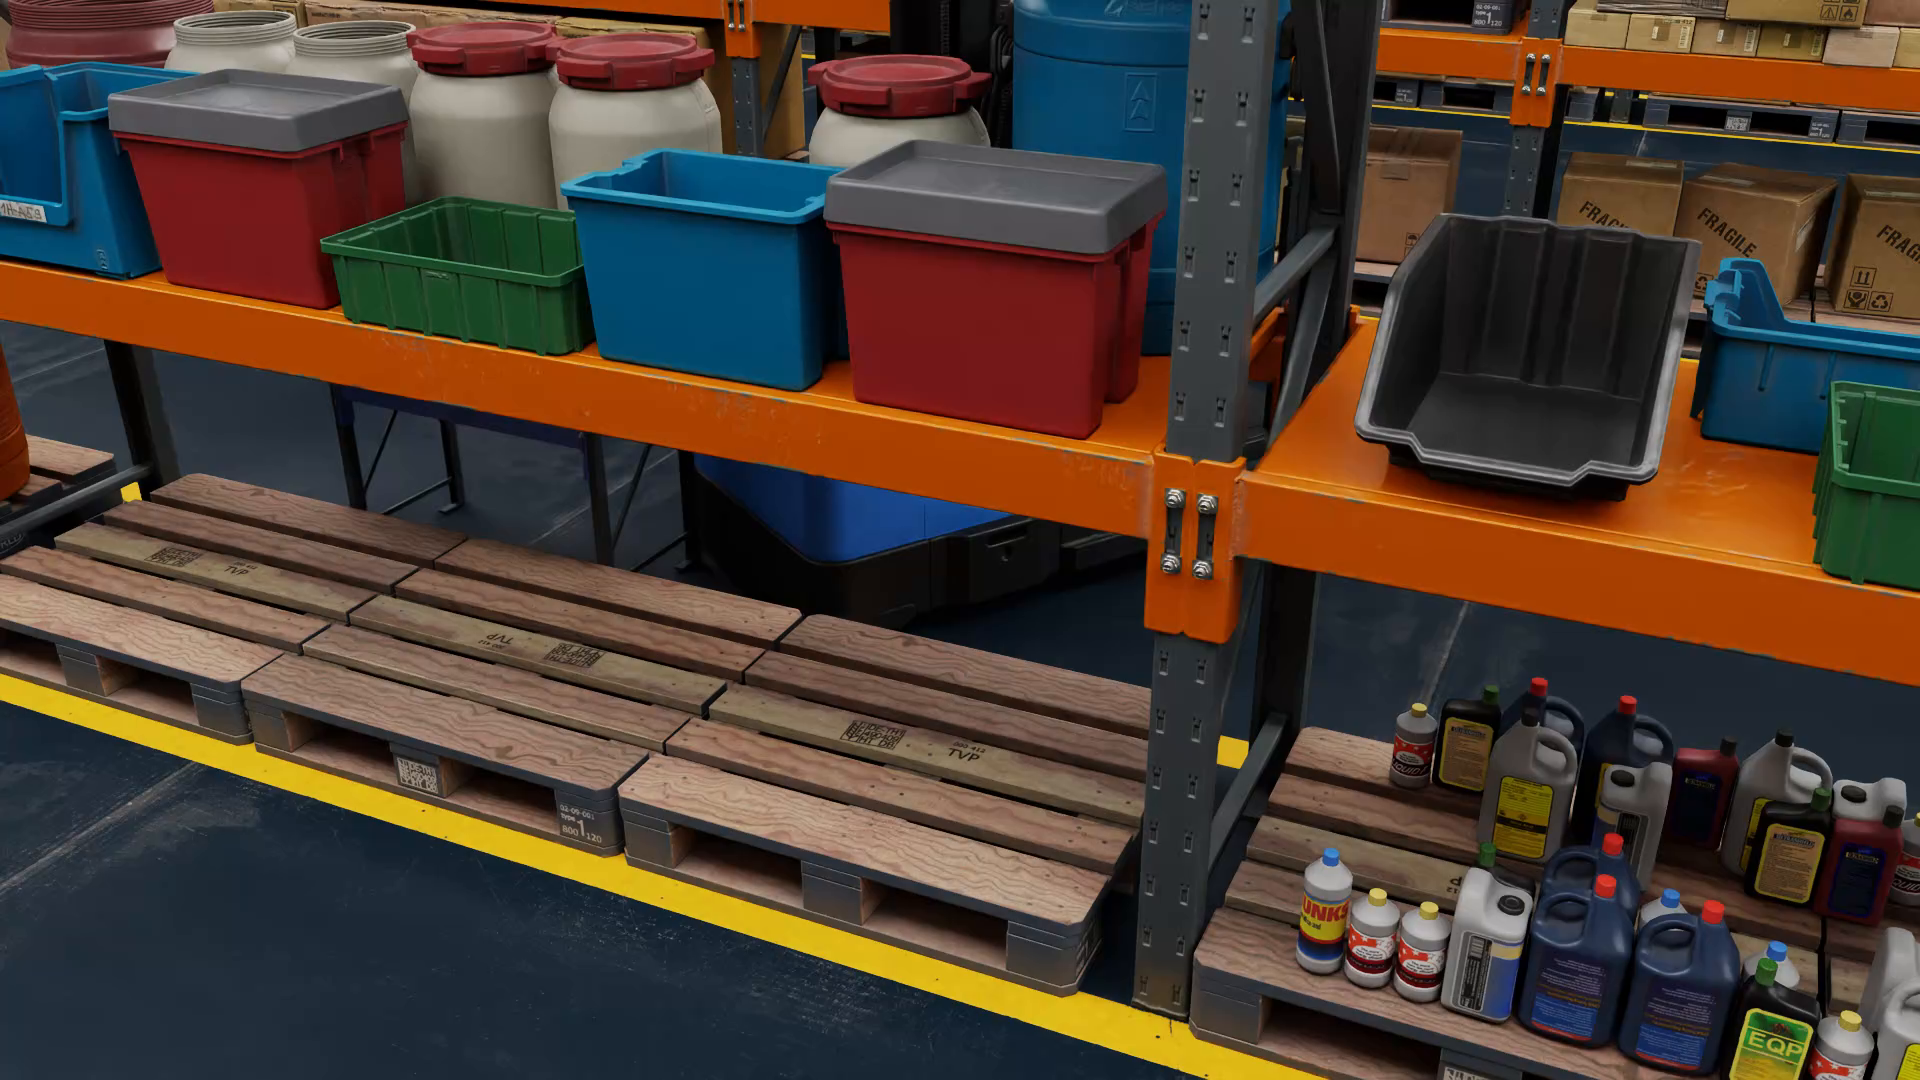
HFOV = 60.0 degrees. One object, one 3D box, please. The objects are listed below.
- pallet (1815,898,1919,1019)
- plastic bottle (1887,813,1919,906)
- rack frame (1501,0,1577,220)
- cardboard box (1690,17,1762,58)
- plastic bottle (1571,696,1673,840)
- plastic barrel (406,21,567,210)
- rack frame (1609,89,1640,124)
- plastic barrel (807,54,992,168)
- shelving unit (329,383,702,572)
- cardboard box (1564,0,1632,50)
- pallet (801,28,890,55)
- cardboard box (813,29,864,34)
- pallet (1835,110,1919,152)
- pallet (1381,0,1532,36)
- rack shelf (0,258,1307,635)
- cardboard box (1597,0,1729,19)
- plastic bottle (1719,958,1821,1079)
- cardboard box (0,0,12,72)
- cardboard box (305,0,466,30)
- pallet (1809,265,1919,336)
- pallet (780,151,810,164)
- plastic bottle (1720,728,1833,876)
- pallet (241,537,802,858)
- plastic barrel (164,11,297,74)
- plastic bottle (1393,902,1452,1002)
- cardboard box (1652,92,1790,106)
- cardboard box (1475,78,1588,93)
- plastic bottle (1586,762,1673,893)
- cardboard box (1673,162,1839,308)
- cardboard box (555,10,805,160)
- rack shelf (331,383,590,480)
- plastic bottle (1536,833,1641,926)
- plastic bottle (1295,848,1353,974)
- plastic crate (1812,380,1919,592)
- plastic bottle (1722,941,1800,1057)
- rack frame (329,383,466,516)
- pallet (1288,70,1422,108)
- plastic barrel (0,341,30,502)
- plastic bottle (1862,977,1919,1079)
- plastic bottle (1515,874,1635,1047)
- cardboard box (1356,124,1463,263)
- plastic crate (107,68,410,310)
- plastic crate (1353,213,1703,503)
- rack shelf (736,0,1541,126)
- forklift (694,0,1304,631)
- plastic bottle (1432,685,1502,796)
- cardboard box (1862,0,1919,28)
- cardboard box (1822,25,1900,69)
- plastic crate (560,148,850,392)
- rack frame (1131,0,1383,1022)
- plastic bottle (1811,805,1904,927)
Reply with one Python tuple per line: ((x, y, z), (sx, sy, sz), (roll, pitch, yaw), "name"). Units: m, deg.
((2.350, 1.104, 3.268), (1.213, 0.211, 1.003), (11, 28, 22), "pallet")
((2.081, 0.687, 3.628), (0.097, 0.201, 0.097), (0, 26, 0), "plastic bottle")
((2.692, -2.500, 7.432), (0.127, 3.000, 1.000), (11, 28, 22), "rack frame")
((3.224, -2.142, 6.988), (0.250, 0.149, 0.380), (11, 28, 22), "cardboard box")
((1.522, 0.519, 3.800), (0.185, 0.351, 0.144), (10, 28, 19), "plastic bottle")
((-1.200, -1.046, 4.325), (0.433, 0.535, 0.433), (0, 26, 0), "plastic barrel")
((4.837, -4.476, 11.445), (0.127, 3.000, 1.000), (11, 28, 22), "rack frame")
((-0.139, -0.833, 3.891), (0.433, 0.535, 0.433), (0, 26, 0), "plastic barrel")
((-1.451, -0.621, 5.288), (1.048, 1.500, 0.538), (12, 28, 23), "shelving unit")
((2.763, -2.227, 7.162), (0.250, 0.149, 0.380), (11, 28, 22), "cardboard box")
((-0.622, -4.323, 14.292), (1.213, 0.211, 1.003), (11, 28, 22), "pallet")
((-0.918, -4.577, 14.006), (0.500, 0.500, 0.500), (12, 29, 23), "cardboard box")
((6.611, -2.832, 11.263), (1.213, 0.211, 1.003), (11, 28, 22), "pallet")
((2.056, -2.612, 7.877), (1.213, 0.211, 1.003), (11, 28, 22), "pallet")
((-1.179, -0.552, 4.289), (4.000, 0.370, 1.077), (11, 28, 22), "rack shelf")
((3.076, -2.571, 7.127), (0.500, 0.500, 0.875), (11, 28, 22), "cardboard box")
((1.509, 0.909, 3.086), (0.133, 0.283, 0.061), (13, 29, 24), "plastic bottle")
((-5.978, -3.515, 11.424), (0.875, 0.875, 0.875), (11, 28, 22), "cardboard box")
((-3.186, -2.926, 10.227), (0.875, 0.875, 1.225), (10, 28, 20), "cardboard box")
((4.432, -0.918, 7.376), (1.213, 0.211, 1.003), (11, 28, 22), "pallet")
((-1.636, -2.155, 9.888), (1.213, 0.211, 1.003), (11, 28, 22), "pallet")
((1.816, 0.578, 3.680), (0.185, 0.351, 0.144), (11, 28, 21), "plastic bottle")
((-1.204, 0.392, 4.715), (1.213, 0.211, 1.003), (11, 28, 22), "pallet")
((-1.975, -1.188, 4.640), (0.421, 0.512, 0.421), (0, 26, 0), "plastic barrel")
((0.935, 0.821, 3.356), (0.097, 0.201, 0.097), (0, 26, 0), "plastic bottle")
((5.380, -3.568, 11.531), (0.875, 0.875, 0.875), (12, 29, 23), "cardboard box")
((4.234, -3.732, 12.007), (0.750, 0.750, 1.050), (11, 28, 22), "cardboard box")
((1.483, 0.617, 3.686), (0.135, 0.276, 0.152), (11, 28, 22), "plastic bottle")
((3.564, -1.376, 7.504), (0.500, 0.500, 0.500), (22, 34, 38), "cardboard box")
((-1.569, -2.601, 9.567), (0.875, 0.875, 1.225), (10, 28, 19), "cardboard box")
((-1.451, -0.459, 5.366), (1.000, 0.185, 0.538), (12, 28, 23), "rack shelf")
((1.264, 0.739, 3.354), (0.185, 0.351, 0.144), (11, 28, 22), "plastic bottle")
((0.750, 0.753, 3.416), (0.097, 0.271, 0.097), (0, 26, 0), "plastic bottle")
((1.760, -0.052, 2.699), (0.662, 0.188, 0.450), (11, 28, 22), "plastic crate")
((1.526, 0.879, 3.160), (0.097, 0.271, 0.097), (0, 26, 0), "plastic bottle")
((-1.907, -0.719, 5.490), (0.032, 1.500, 0.500), (12, 28, 23), "rack frame")
((2.989, -3.558, 12.738), (1.213, 0.211, 1.003), (11, 28, 22), "pallet")
((-3.452, -0.537, 5.427), (0.708, 0.830, 0.600), (11, 28, 22), "plastic barrel")
((1.763, 0.909, 3.008), (0.185, 0.351, 0.144), (11, 28, 21), "plastic bottle")
((1.204, 0.797, 3.236), (0.185, 0.351, 0.144), (12, 29, 23), "plastic bottle")
((2.142, -1.697, 8.133), (0.500, 0.500, 0.700), (9, 28, 18), "cardboard box")
((-1.655, -0.850, 4.008), (0.583, 0.464, 0.402), (11, 28, 22), "plastic crate")
((1.065, -0.334, 3.103), (0.504, 0.338, 0.767), (11, 28, 22), "plastic crate")
((0.871, -2.543, 8.334), (4.000, 0.370, 1.077), (11, 28, 22), "rack shelf")
((0.587, -1.497, 5.473), (3.031, 2.935, 1.130), (-16, 30, -29), "forklift")
((1.216, 0.468, 3.981), (0.133, 0.283, 0.061), (13, 29, 24), "plastic bottle")
((4.013, -2.415, 6.809), (0.500, 0.500, 0.875), (11, 28, 22), "cardboard box")
((3.666, -2.037, 6.777), (0.250, 0.149, 0.380), (11, 28, 22), "cardboard box")
((-0.492, -0.578, 3.546), (0.575, 0.384, 0.392), (11, 28, 22), "plastic crate")
((0.641, -0.509, 3.387), (0.127, 3.000, 1.000), (11, 28, 22), "rack frame")
((1.918, 0.683, 3.544), (0.133, 0.283, 0.061), (11, 28, 22), "plastic bottle")
